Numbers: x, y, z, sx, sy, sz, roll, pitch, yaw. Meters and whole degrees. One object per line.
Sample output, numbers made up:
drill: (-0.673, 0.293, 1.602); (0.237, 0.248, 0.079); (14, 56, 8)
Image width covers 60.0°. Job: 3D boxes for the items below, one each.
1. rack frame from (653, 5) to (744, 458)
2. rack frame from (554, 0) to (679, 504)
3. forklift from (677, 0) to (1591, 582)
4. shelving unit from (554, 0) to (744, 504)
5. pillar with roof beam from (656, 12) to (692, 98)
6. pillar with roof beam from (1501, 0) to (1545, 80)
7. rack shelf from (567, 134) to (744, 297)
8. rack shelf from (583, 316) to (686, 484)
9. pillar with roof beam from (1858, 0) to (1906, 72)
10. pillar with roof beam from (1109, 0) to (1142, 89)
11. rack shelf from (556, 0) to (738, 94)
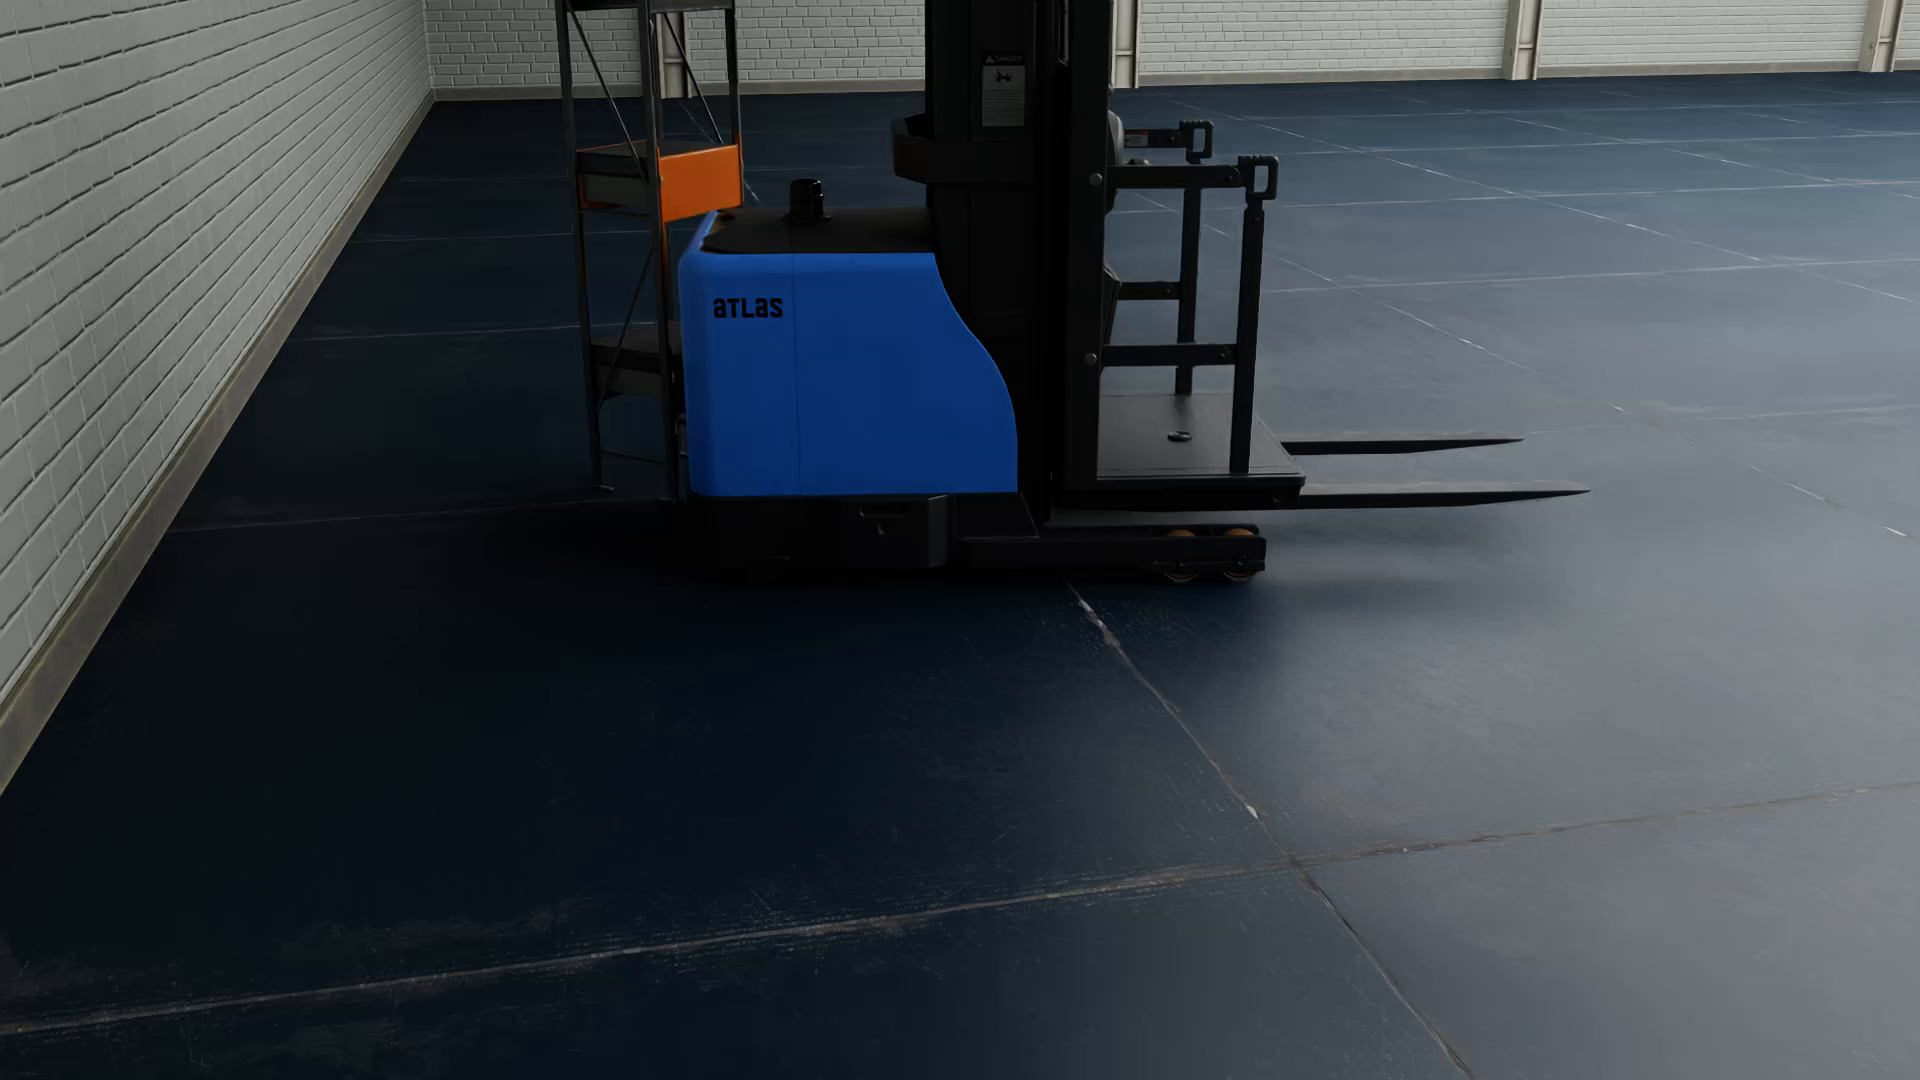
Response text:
rack frame: (-0.986, -1.300, 6.311); (0.400, 2.100, 0.015); (11, 23, 27)
rack frame: (-1.224, -1.154, 5.911); (0.400, 2.100, 0.015); (11, 23, 27)
forklift: (0.607, -1.422, 5.434); (3.031, 2.935, 1.130); (-1, 20, -3)
shelving unit: (-1.105, -1.227, 6.111); (0.431, 2.100, 0.503); (11, 23, 27)
pillar with roof beam: (-2.657, -8.466, 15.844); (0.400, 9.000, 9.100); (-5, 21, -12)
pillar with roof beam: (9.021, -9.416, 18.437); (0.400, 9.000, 9.100); (-5, 21, -12)
rack shelf: (-1.105, -1.214, 6.116); (0.431, 0.518, 0.480); (11, 23, 27)
rack shelf: (-1.105, -0.557, 6.357); (0.431, 0.518, 0.480); (11, 23, 27)
pillar with roof beam: (14.860, -9.891, 19.733); (0.400, 9.000, 9.100); (-5, 21, -12)
pillar with roof beam: (3.182, -8.941, 17.140); (0.400, 9.000, 9.100); (-5, 21, -12)
rack shelf: (-1.105, -1.871, 5.875); (0.431, 0.518, 0.480); (11, 23, 27)
